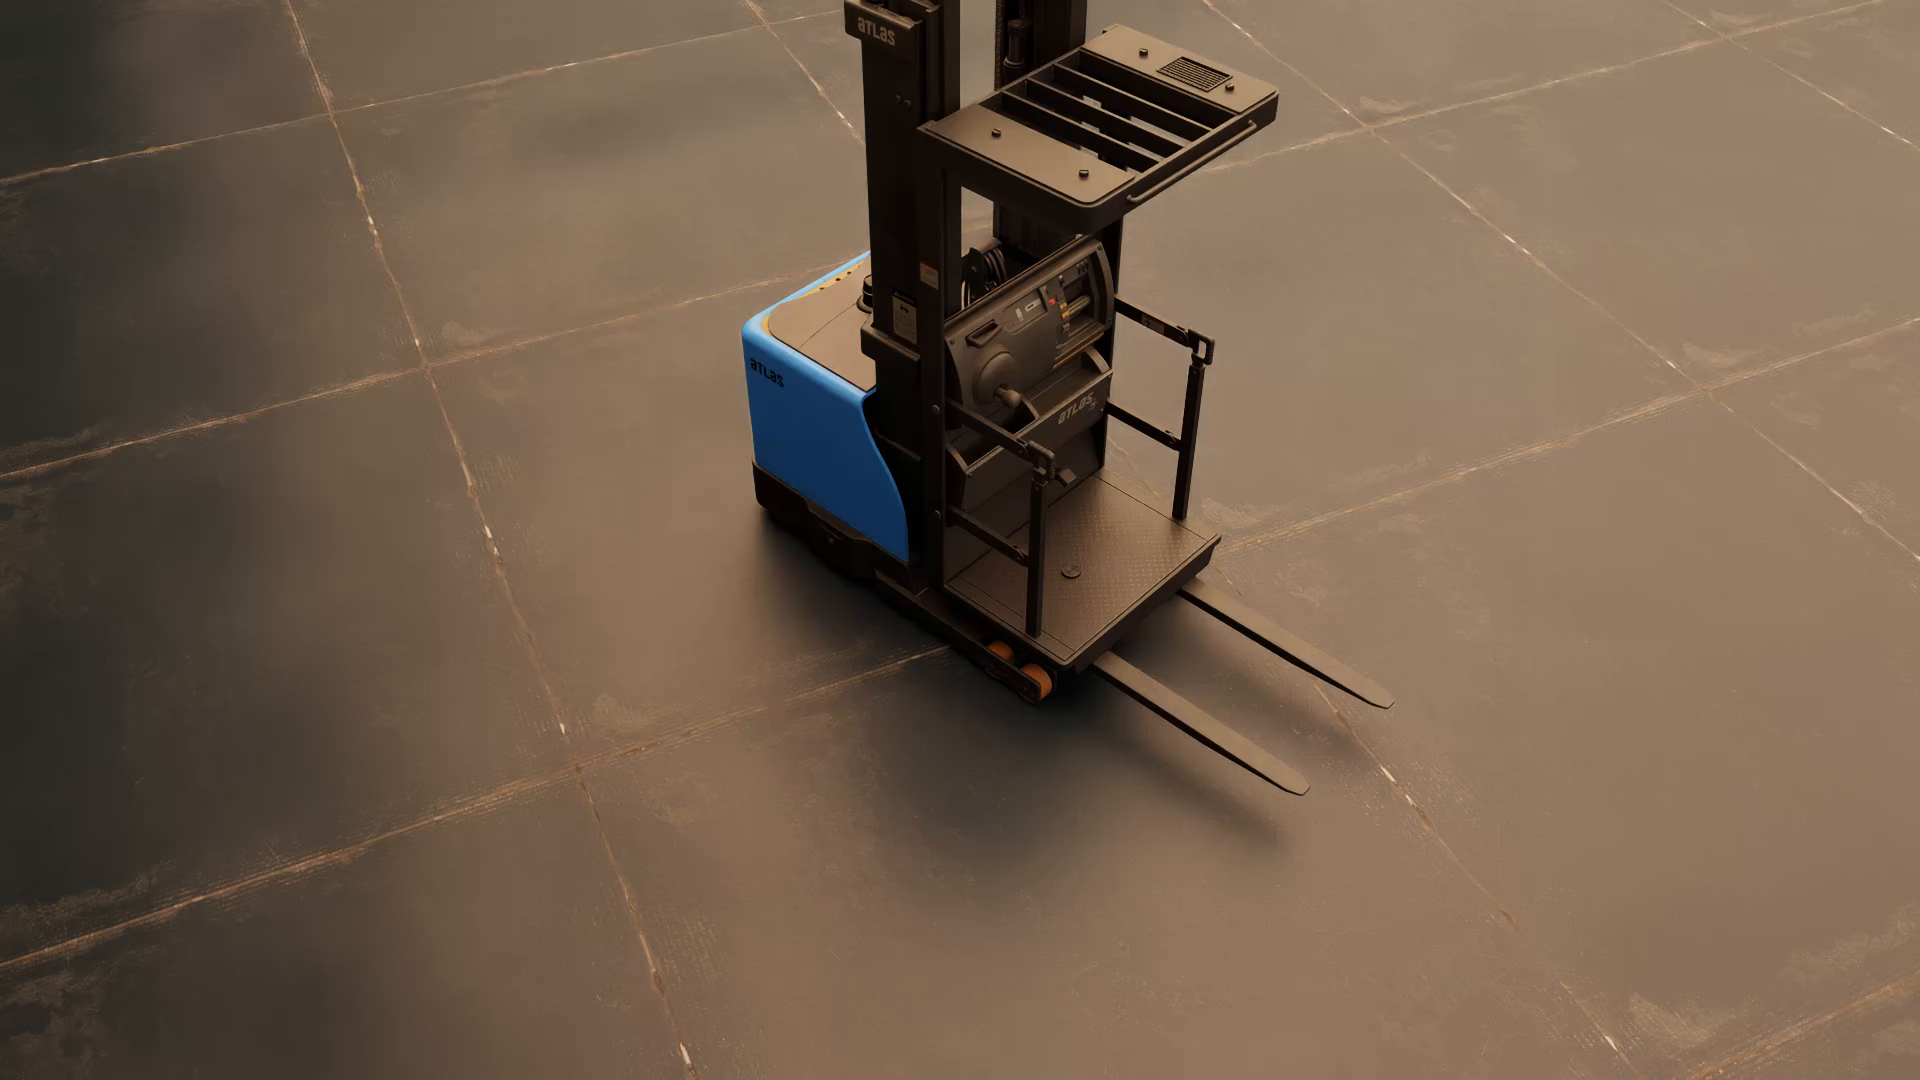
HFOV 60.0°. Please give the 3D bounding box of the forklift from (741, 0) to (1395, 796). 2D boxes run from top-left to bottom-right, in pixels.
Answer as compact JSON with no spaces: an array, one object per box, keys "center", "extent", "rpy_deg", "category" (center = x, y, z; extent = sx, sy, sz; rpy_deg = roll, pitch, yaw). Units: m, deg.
[{"center":[0.445,-0.788,6.525],"extent":[3.031,2.935,1.130],"rpy_deg":[32,52,30],"category":"forklift"}]
